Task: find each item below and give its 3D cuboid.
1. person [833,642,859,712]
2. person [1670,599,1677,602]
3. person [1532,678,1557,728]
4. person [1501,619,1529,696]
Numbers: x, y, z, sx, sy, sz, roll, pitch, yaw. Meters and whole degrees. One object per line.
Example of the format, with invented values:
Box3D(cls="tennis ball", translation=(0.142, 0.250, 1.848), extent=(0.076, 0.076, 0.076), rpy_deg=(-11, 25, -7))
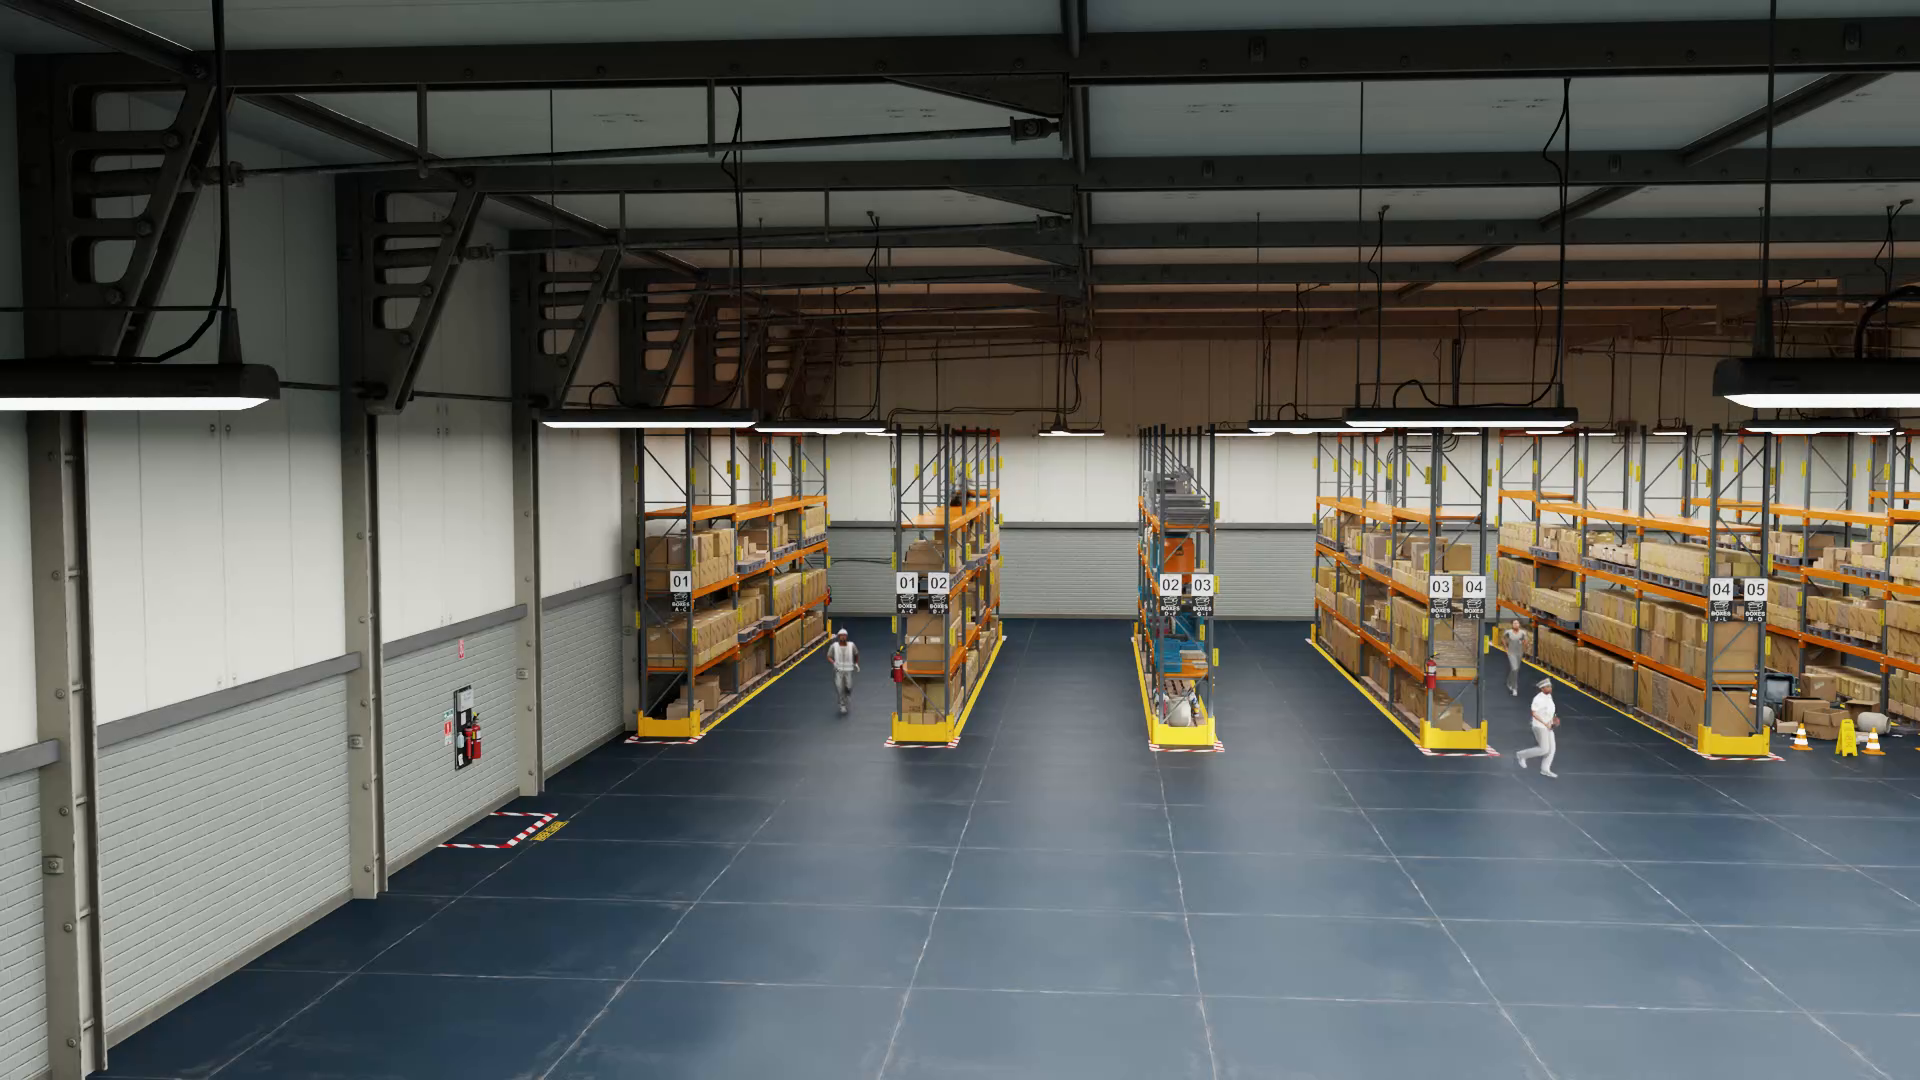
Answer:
Box3D(cls="person", translation=(-2.397, 2.868, 34.890), extent=(0.555, 1.473, 0.599), rpy_deg=(-1, 4, -8))
Box3D(cls="person", translation=(20.474, 1.976, 47.230), extent=(0.677, 1.590, 0.587), rpy_deg=(2, 4, 30))
Box3D(cls="person", translation=(9.940, 2.752, 28.291), extent=(0.355, 0.833, 0.411), rpy_deg=(3, 5, 43))
Box3D(cls="person", translation=(12.493, 2.619, 37.398), extent=(0.541, 1.725, 0.793), rpy_deg=(0, 3, 1))
